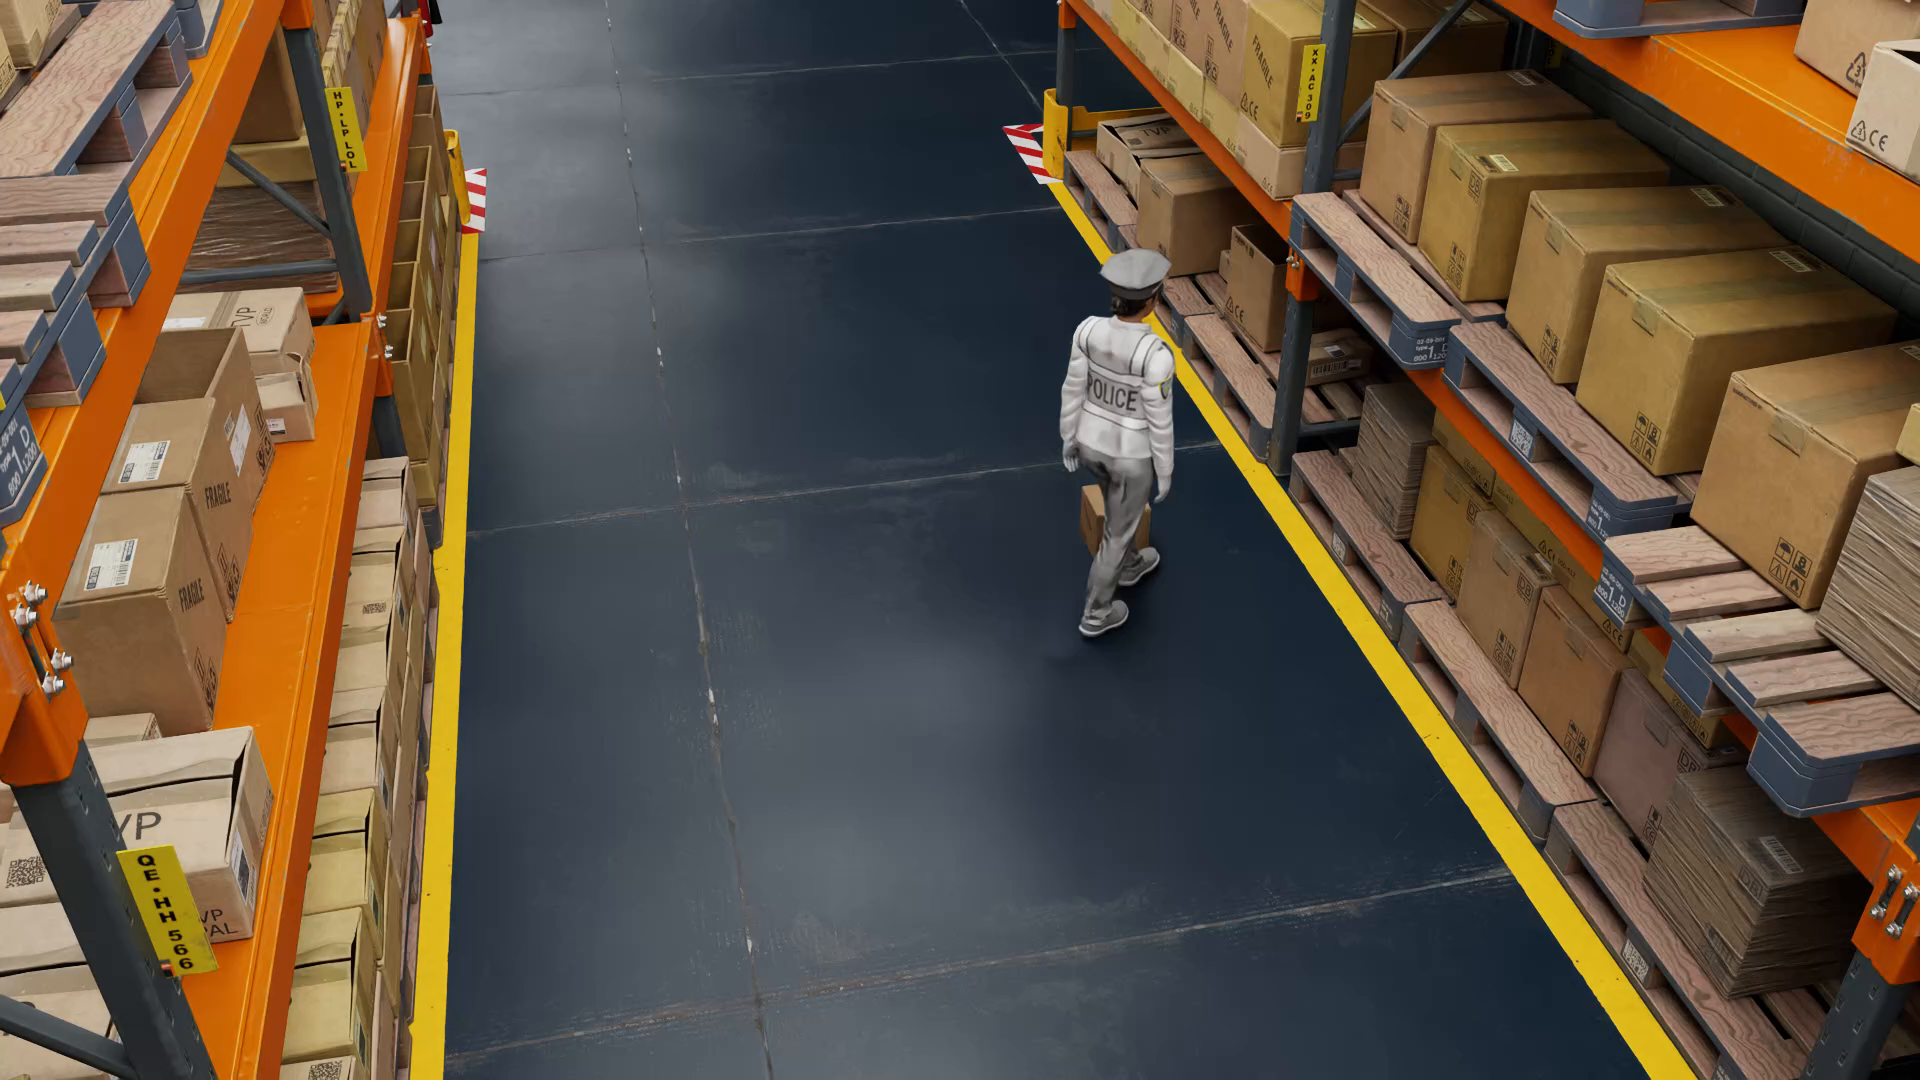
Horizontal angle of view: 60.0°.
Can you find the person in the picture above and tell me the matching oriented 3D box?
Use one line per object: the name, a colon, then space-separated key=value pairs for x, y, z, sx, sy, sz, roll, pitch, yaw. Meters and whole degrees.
person: x=0.733 y=-0.405 z=6.707 sx=0.504 sy=1.662 sz=0.660 roll=29 pitch=44 yaw=35
